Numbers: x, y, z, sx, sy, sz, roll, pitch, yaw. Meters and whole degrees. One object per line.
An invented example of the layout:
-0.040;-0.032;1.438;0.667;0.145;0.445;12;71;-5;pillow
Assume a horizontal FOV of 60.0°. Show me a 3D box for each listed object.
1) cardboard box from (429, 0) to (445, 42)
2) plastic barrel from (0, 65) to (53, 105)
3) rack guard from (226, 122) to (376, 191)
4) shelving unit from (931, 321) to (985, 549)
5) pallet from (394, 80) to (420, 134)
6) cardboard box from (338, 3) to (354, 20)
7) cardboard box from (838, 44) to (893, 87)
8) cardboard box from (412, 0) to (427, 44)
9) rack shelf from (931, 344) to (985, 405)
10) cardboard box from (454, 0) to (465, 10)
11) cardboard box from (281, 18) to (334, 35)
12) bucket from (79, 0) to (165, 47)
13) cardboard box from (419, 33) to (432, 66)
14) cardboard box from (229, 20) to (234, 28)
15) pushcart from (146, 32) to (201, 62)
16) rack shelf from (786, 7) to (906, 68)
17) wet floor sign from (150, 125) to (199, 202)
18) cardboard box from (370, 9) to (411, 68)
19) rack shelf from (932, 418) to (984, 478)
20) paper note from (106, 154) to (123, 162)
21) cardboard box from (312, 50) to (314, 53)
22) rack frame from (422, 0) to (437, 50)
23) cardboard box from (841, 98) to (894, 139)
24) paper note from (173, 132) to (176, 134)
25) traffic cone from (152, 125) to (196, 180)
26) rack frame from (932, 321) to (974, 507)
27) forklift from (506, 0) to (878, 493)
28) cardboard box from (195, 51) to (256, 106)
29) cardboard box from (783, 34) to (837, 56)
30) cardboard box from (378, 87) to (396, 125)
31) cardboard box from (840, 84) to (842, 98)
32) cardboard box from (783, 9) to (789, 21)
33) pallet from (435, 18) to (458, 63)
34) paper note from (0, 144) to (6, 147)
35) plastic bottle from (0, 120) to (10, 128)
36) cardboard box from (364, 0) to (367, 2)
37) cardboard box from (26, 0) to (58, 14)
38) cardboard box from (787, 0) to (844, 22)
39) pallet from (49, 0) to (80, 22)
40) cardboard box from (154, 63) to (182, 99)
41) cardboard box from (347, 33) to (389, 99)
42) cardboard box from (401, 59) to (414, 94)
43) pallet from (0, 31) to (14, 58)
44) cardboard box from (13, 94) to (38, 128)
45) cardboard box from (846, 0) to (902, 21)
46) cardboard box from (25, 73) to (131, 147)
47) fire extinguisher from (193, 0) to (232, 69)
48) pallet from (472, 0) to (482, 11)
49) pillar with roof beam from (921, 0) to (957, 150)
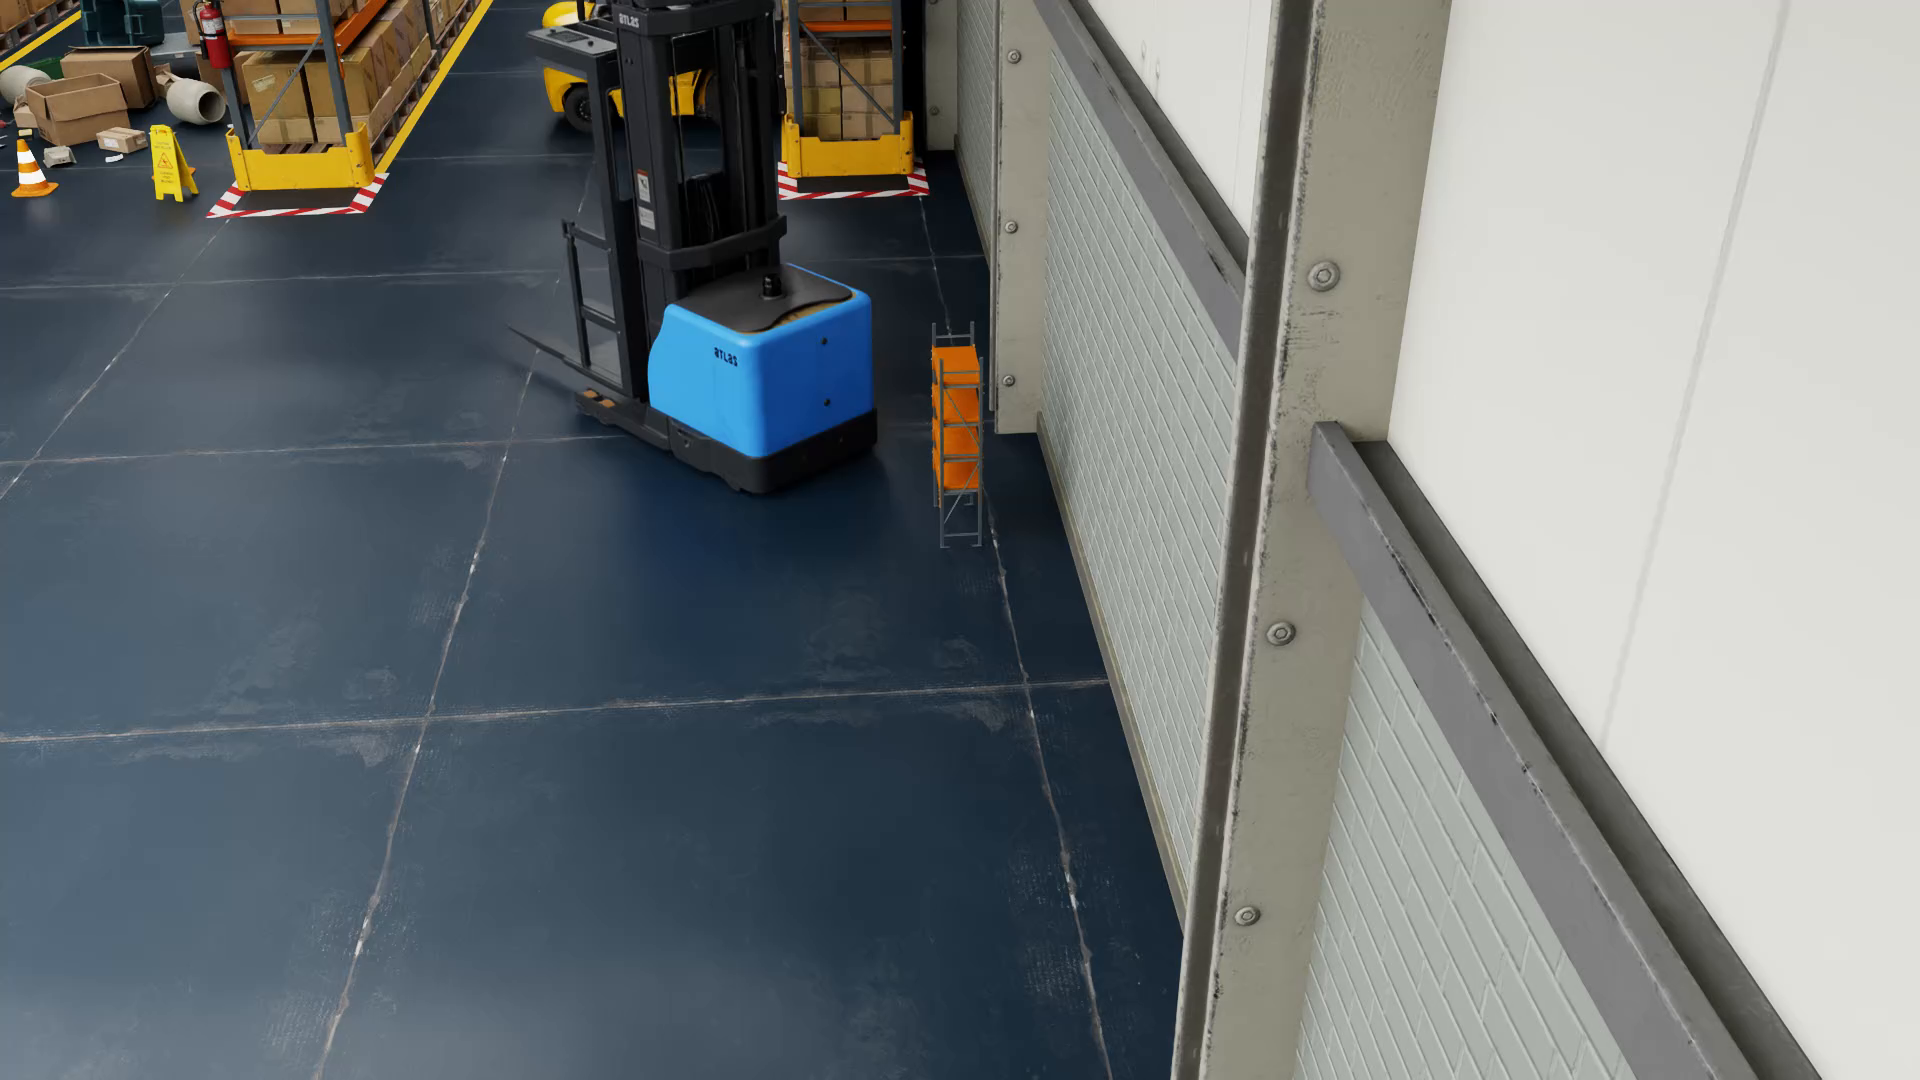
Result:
-6.391;-5.880;18.823;0.950;0.372;0.625;-2;31;-4;cardboard box
-9.625;-4.660;17.140;0.512;0.421;0.421;20;36;29;plastic barrel
-5.973;-3.484;15.096;1.175;0.500;0.348;-3;31;-5;rack guard
-0.015;-0.600;9.584;0.258;1.200;0.503;-3;31;-5;shelving unit
-6.124;-4.398;16.908;1.003;0.211;1.213;-3;31;-5;pallet
-5.773;-4.861;15.209;0.380;0.149;0.250;-4;31;-6;cardboard box
-0.880;-4.442;15.558;0.500;0.250;0.500;-3;31;-5;cardboard box
-6.017;-5.593;17.730;0.500;0.500;0.500;-3;31;-5;cardboard box
-0.015;-0.937;9.383;0.258;0.148;0.480;-3;31;-5;rack shelf
-6.528;-6.602;20.032;0.950;0.372;0.625;-2;31;-3;cardboard box
-5.791;-4.594;14.761;0.380;0.149;0.250;-3;31;-4;cardboard box
-8.950;-5.560;17.844;0.726;0.611;0.620;8;22;13;bucket
-6.016;-5.271;17.923;0.500;0.250;0.500;-1;31;-2;cardboard box
-6.348;-4.715;14.965;0.380;0.149;0.250;-3;31;-5;cardboard box
-8.605;-5.300;18.256;1.648;0.377;0.936;-14;33;-22;pushcart
-1.211;-5.470;16.685;1.077;0.370;4.000;-3;31;-5;rack shelf
-7.013;-3.359;14.745;0.267;0.644;0.232;8;32;13;wet floor sign
-5.919;-5.073;16.859;0.500;0.500;0.500;-1;31;-2;cardboard box
-0.015;-0.542;9.619;0.258;0.148;0.480;-3;31;-5;rack shelf
-8.036;-3.631;15.800;0.148;0.019;0.142;-14;33;-22;paper note
-6.352;-4.503;15.905;0.500;0.500;0.500;-2;31;-3;cardboard box
-6.339;-6.561;17.809;1.000;3.000;0.127;-3;31;-5;rack frame
-0.875;-4.018;15.824;0.500;0.250;0.500;-3;31;-4;cardboard box
-7.797;-4.022;16.475;0.032;0.001;0.123;-3;31;-5;paper note
-7.290;-3.587;15.305;0.336;0.463;0.334;-3;31;-5;traffic cone
-0.038;-0.724;9.793;0.240;1.200;0.015;-3;31;-5;rack frame
-1.934;-2.192;10.562;3.031;2.935;1.130;27;40;37;forklift
-7.594;-4.876;17.424;0.500;0.500;0.500;20;36;29;cardboard box
-1.431;-4.668;15.937;0.500;0.250;0.500;-2;31;-4;cardboard box
-5.806;-4.204;16.136;0.500;0.250;0.500;-2;31;-3;cardboard box
-0.919;-4.478;16.107;0.500;0.250;0.500;-3;31;-5;cardboard box
-1.528;-5.184;16.801;0.500;0.250;0.500;-3;31;-6;cardboard box
-6.414;-5.761;19.189;1.003;0.211;1.213;-3;31;-5;pallet
-9.337;-3.815;16.109;0.144;0.017;0.142;8;32;13;paper note
-9.673;-4.159;16.654;0.283;0.061;0.133;-14;33;-22;plastic bottle
-5.809;-5.124;15.648;0.380;0.149;0.250;-2;31;-3;cardboard box
-11.580;-6.767;19.939;1.050;0.750;0.750;-2;31;-4;cardboard box
-1.331;-5.040;15.165;0.500;0.500;0.500;-3;31;-6;cardboard box
-11.633;-6.711;20.780;1.003;0.211;1.213;-3;31;-5;pallet
-8.400;-4.868;17.642;0.396;0.266;0.258;27;40;37;cardboard box
-5.822;-4.544;15.974;0.500;0.500;0.500;-4;31;-6;cardboard box
-5.914;-4.740;17.033;0.500;0.250;0.500;-2;31;-4;cardboard box
-11.405;-5.465;18.694;1.003;0.211;1.213;-3;31;-5;pallet
-9.264;-4.309;16.705;0.396;0.266;0.258;2;31;4;cardboard box
-0.794;-5.067;15.211;0.500;0.500;0.500;-2;31;-3;cardboard box
-8.650;-4.222;16.328;0.637;0.503;0.797;27;40;37;cardboard box
-6.414;-4.405;14.275;0.296;0.674;0.183;-3;31;-5;fire extinguisher
-6.641;-7.007;21.275;1.003;0.211;1.213;-3;31;-5;pallet
-4.478;-7.526;13.575;9.100;9.000;0.400;-3;31;-5;pillar with roof beam
